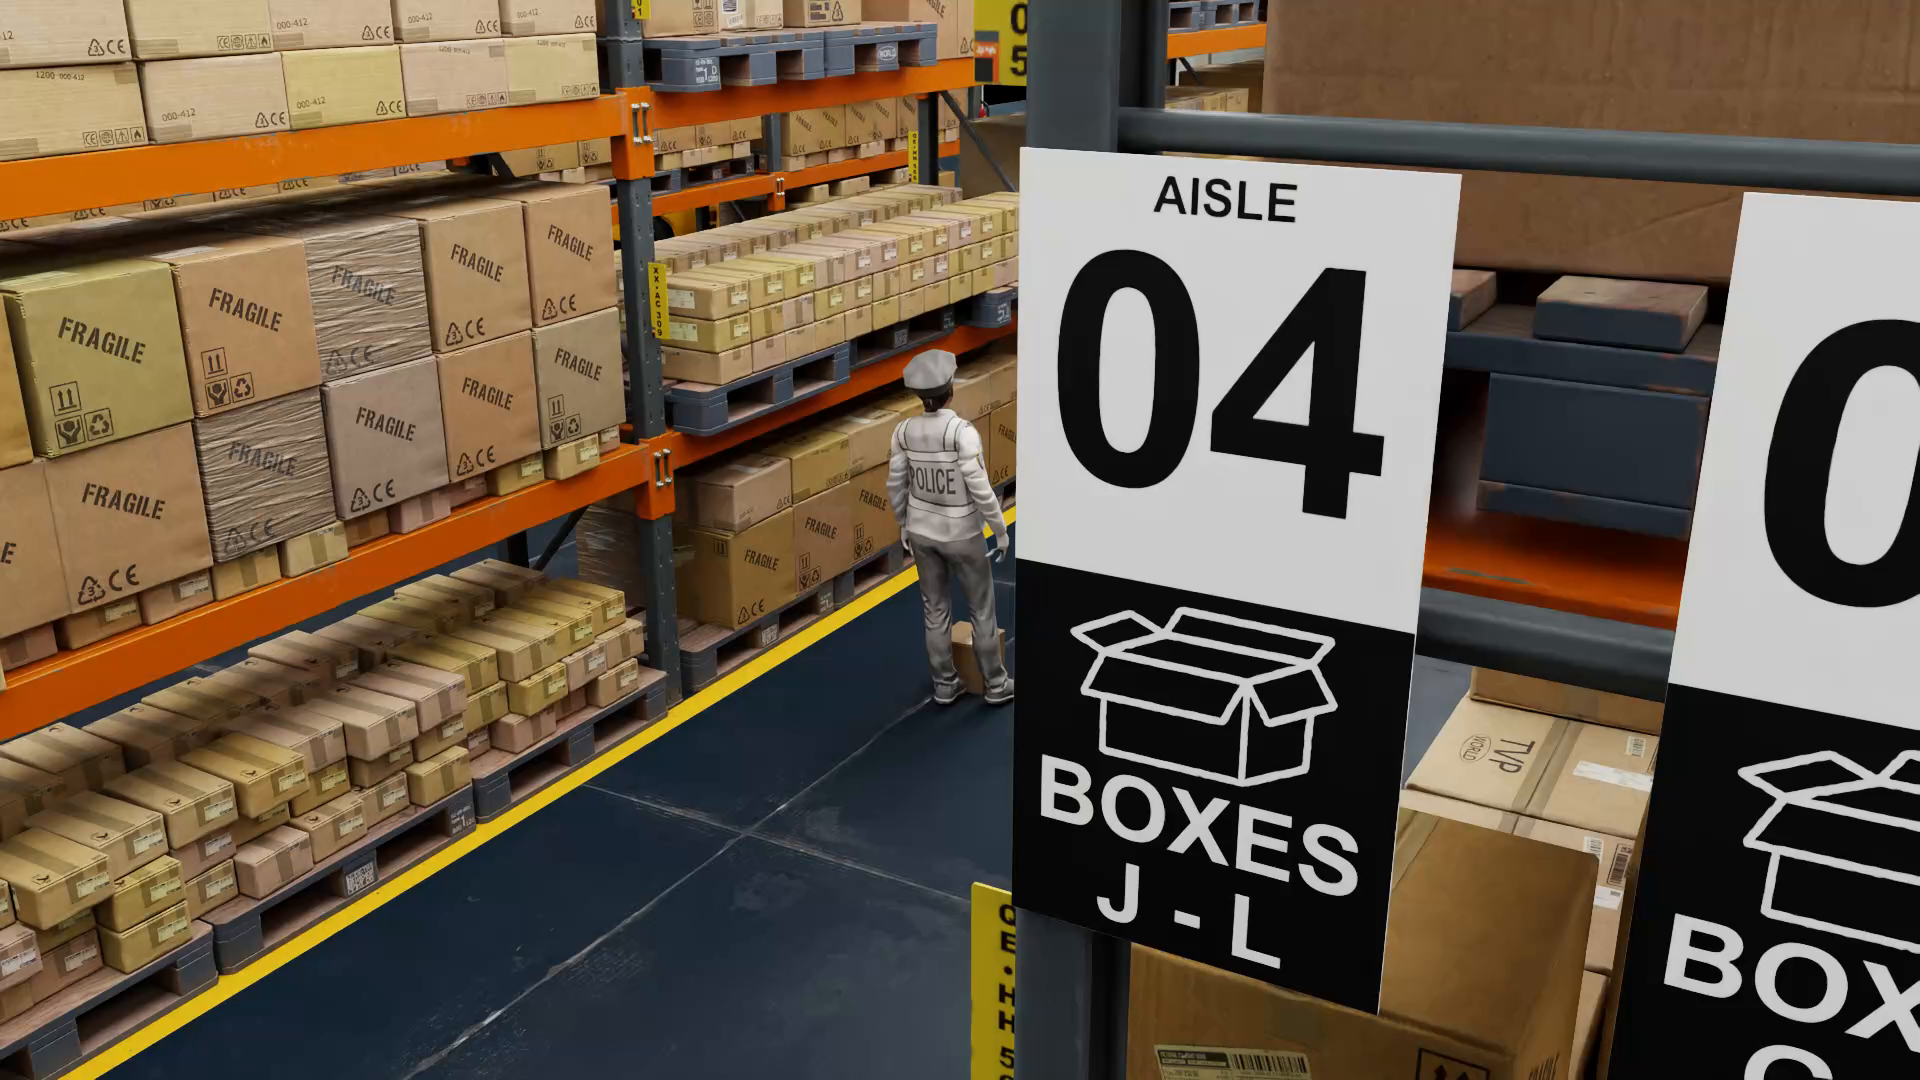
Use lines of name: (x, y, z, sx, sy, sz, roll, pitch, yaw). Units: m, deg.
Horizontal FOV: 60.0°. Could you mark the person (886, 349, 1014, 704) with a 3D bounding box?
person: (-0.023, -0.052, 7.640, 0.586, 1.694, 0.531, 11, 22, 27)
